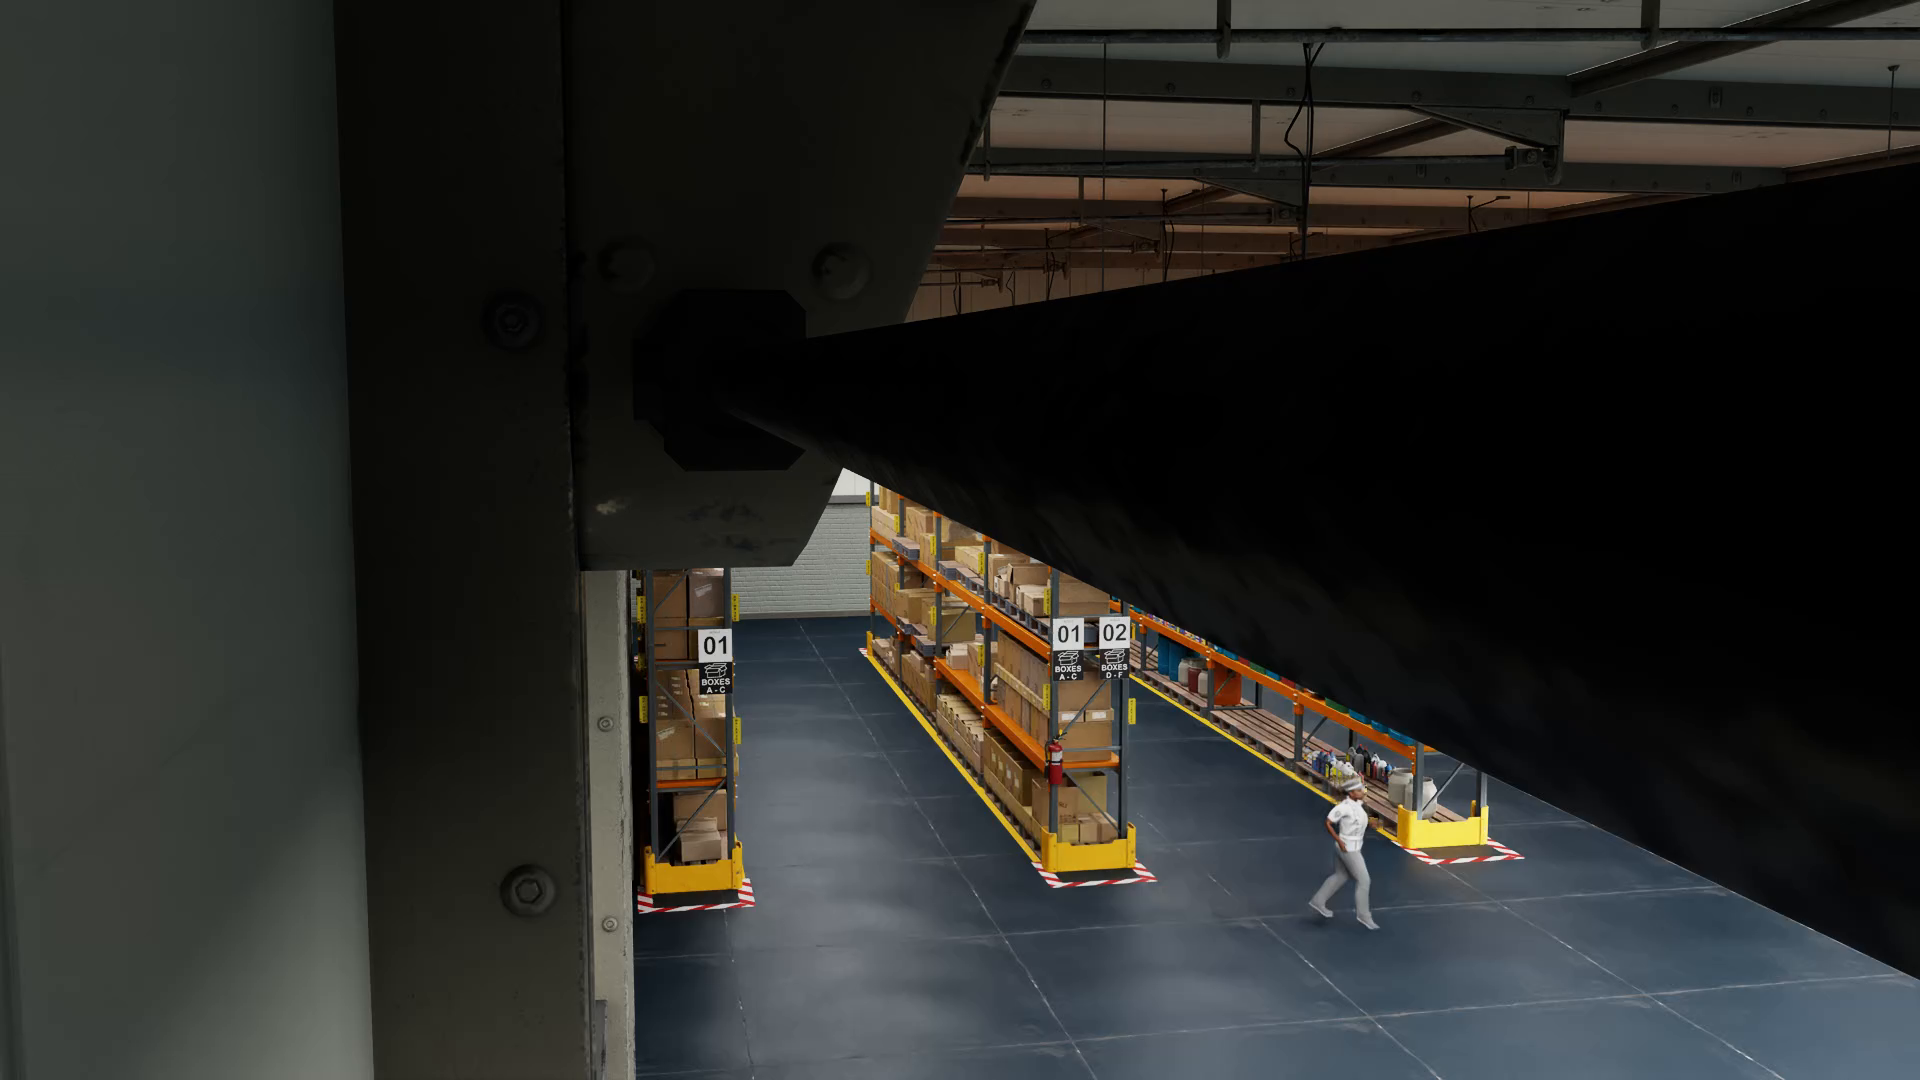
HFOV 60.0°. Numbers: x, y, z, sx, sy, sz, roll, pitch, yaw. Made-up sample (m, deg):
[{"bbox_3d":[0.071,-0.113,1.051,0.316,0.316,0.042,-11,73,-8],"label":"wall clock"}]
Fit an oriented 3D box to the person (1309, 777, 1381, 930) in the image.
[{"bbox_3d":[4.393,3.526,18.898,0.814,1.749,0.555,2,6,21],"label":"person"}]
